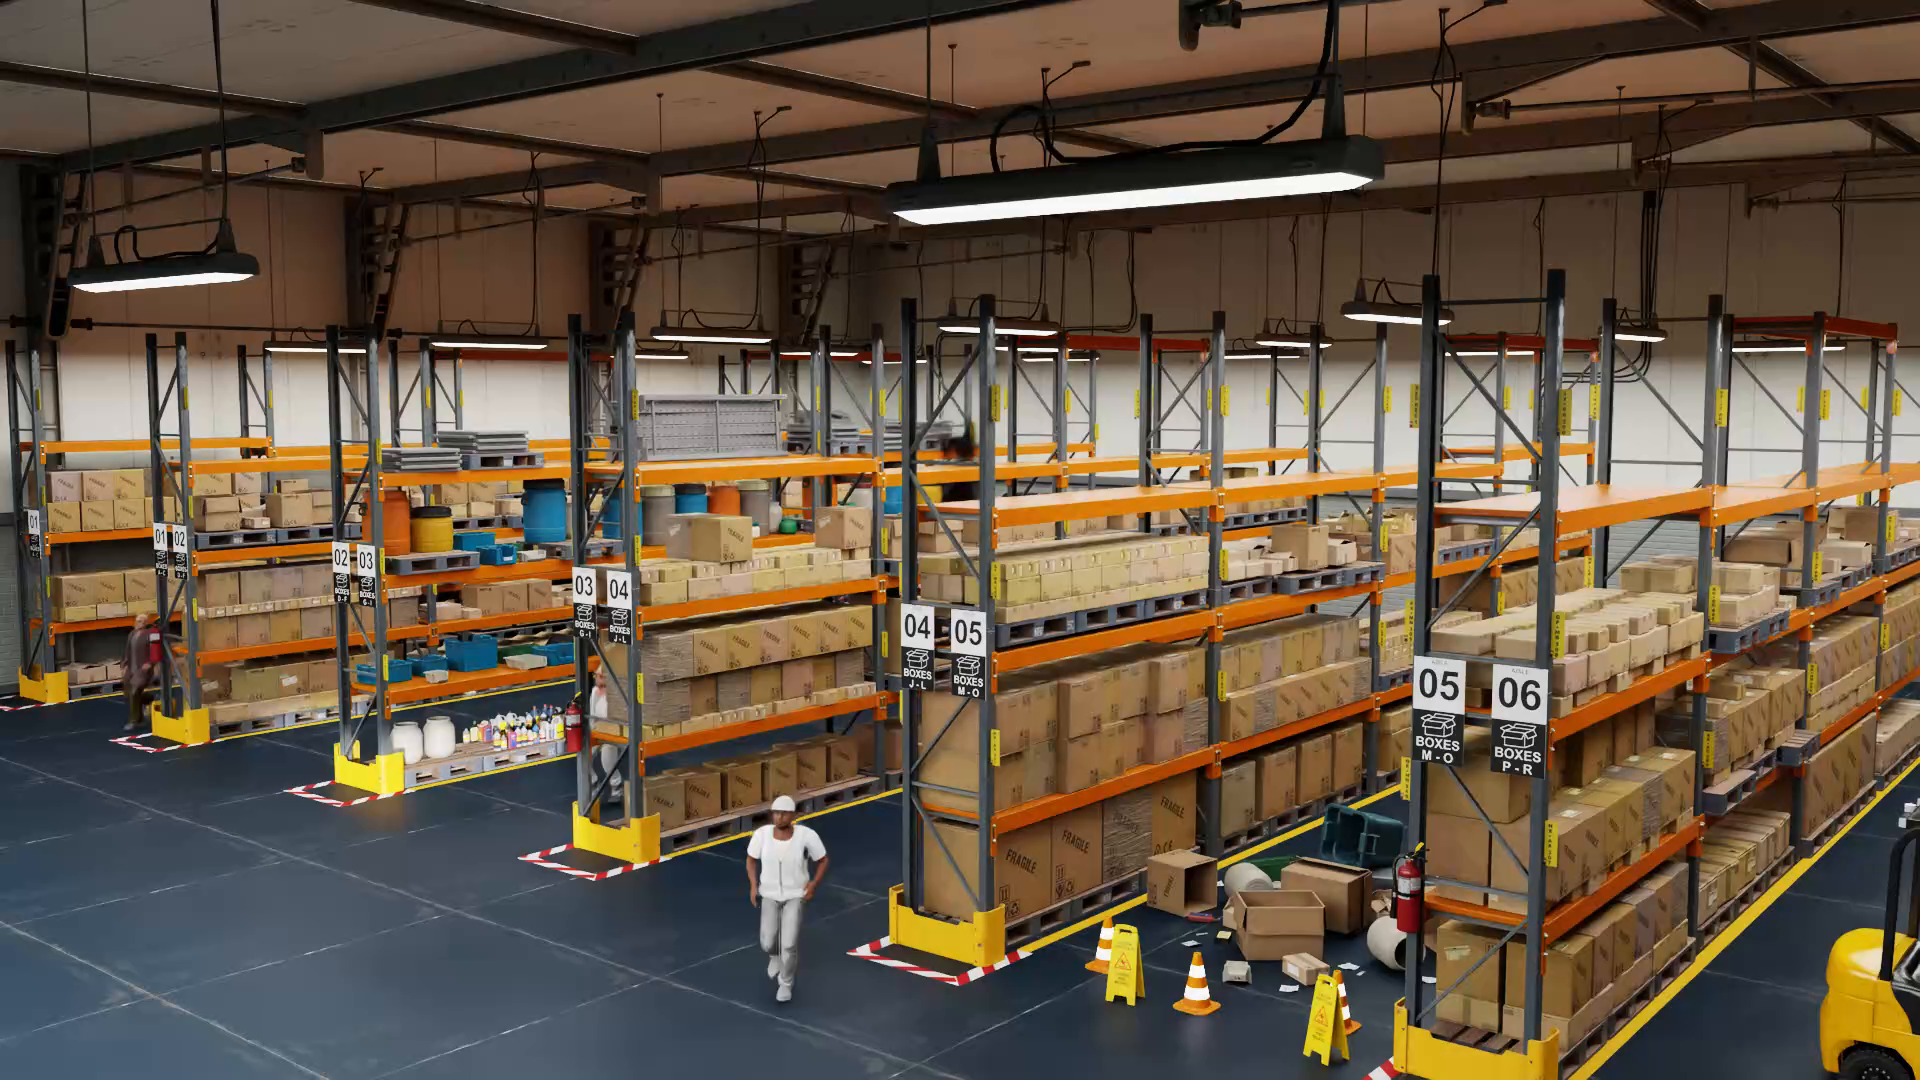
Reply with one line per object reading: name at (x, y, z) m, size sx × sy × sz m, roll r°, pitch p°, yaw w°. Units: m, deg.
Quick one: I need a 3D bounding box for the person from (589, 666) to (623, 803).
person at (-4.434, 2.450, 20.557) m, size 0.691 × 1.819 × 0.664 m, roll 3°, pitch 6°, yaw 27°

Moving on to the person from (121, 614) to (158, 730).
person at (-12.557, 2.021, 25.615) m, size 0.747 × 1.780 × 0.766 m, roll 2°, pitch 5°, yaw 17°

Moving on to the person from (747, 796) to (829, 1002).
person at (-1.480, 3.028, 14.244) m, size 0.719 × 1.735 × 0.577 m, roll 0°, pitch 5°, yaw 4°
